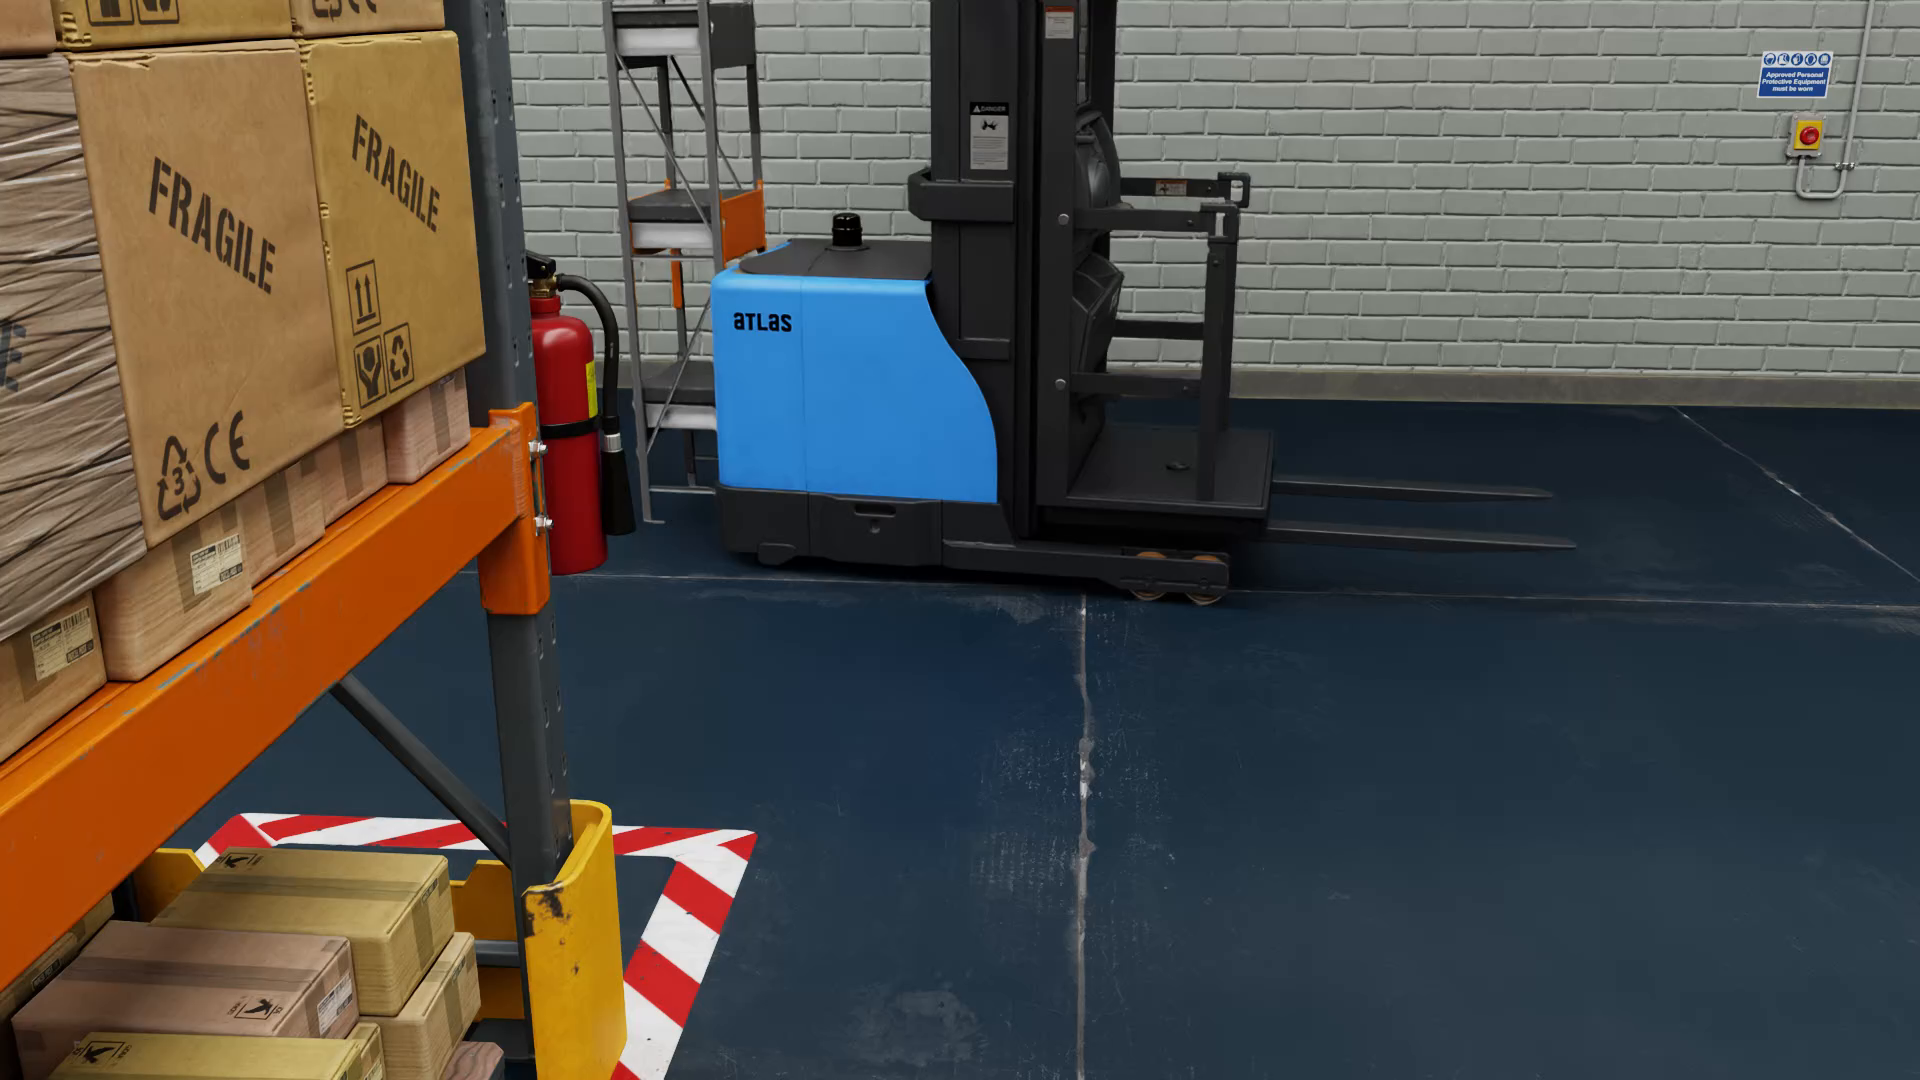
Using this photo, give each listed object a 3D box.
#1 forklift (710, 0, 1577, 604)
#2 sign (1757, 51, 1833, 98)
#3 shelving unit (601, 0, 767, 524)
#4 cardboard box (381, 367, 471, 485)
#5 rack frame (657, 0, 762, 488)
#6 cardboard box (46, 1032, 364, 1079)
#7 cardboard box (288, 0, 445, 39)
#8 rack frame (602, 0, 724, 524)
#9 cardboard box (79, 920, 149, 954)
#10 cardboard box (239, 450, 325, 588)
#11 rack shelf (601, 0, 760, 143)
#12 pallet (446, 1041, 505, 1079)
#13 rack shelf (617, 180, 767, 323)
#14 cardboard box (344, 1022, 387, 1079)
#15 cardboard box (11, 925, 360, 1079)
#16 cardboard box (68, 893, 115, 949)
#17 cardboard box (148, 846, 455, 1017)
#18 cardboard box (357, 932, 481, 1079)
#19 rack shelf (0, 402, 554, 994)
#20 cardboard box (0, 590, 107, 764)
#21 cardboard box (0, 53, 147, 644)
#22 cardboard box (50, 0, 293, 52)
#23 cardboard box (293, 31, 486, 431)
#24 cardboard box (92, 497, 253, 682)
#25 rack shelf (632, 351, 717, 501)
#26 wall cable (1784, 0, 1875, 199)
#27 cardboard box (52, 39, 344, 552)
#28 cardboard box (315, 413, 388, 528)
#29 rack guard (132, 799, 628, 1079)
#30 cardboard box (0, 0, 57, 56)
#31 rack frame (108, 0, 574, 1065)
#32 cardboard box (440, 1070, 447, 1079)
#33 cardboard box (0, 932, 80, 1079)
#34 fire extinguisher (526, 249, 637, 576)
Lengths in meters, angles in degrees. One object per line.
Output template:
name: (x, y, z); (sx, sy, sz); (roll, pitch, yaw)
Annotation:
forklift: (0.675, -1.353, 5.844); (3.031, 2.935, 1.130); (4, 18, 11)
sign: (4.025, -2.243, 8.016); (0.327, 0.218, 0.001); (1, 18, 4)
shelving unit: (-1.029, -1.132, 6.491); (0.431, 2.100, 0.503); (3, 18, 12)
cardboard box: (-0.999, -0.195, 2.603); (0.380, 0.149, 0.250); (1, 18, 4)
rack frame: (-0.977, -1.206, 6.717); (0.400, 2.100, 0.015); (3, 18, 12)
cardboard box: (-1.009, 0.781, 2.171); (0.380, 0.149, 0.250); (1, 18, 3)
cardboard box: (-1.042, -0.938, 2.224); (0.500, 0.500, 0.500); (1, 18, 3)
rack frame: (-1.082, -1.057, 6.264); (0.400, 2.100, 0.015); (3, 18, 12)
cardboard box: (-1.551, 0.749, 2.745); (0.380, 0.149, 0.250); (2, 18, 6)
cardboard box: (-1.057, -0.040, 2.131); (0.380, 0.149, 0.250); (1, 18, 3)
rack shelf: (-1.042, -1.785, 6.279); (0.431, 0.518, 0.480); (3, 18, 12)
pallet: (-1.356, 1.179, 2.487); (1.003, 0.211, 1.213); (1, 18, 4)
rack shelf: (-1.029, -1.119, 6.495); (0.431, 0.518, 0.480); (3, 18, 12)
cardboard box: (-1.083, 0.843, 2.461); (0.380, 0.149, 0.250); (1, 18, 3)
cardboard box: (-1.118, 0.698, 2.425); (0.380, 0.149, 0.250); (2, 18, 5)
cardboard box: (-1.634, 0.606, 2.705); (0.380, 0.149, 0.250); (0, 18, 1)
cardboard box: (-1.042, 0.621, 2.659); (0.380, 0.149, 0.250); (1, 18, 5)
cardboard box: (-1.010, 0.763, 2.705); (0.380, 0.149, 0.250); (1, 18, 2)
rack shelf: (-1.400, 0.541, 1.109); (1.077, 0.370, 4.000); (1, 18, 4)
cardboard box: (-1.100, 0.121, 1.640); (0.380, 0.149, 0.250); (0, 18, 1)
cardboard box: (-1.101, -0.148, 1.418); (0.500, 0.500, 0.500); (1, 18, 4)
cardboard box: (-1.078, -0.781, 1.744); (0.500, 0.500, 0.500); (1, 18, 2)
cardboard box: (-1.033, -0.465, 2.387); (0.500, 0.500, 0.500); (2, 18, 5)
cardboard box: (-1.052, 0.040, 1.888); (0.380, 0.149, 0.250); (2, 18, 5)
rack shelf: (-1.016, -0.453, 6.710); (0.431, 0.518, 0.480); (3, 18, 12)
wall cable: (4.068, -2.592, 7.834); (0.585, 1.953, 0.123); (1, 18, 4)
cardboard box: (-1.075, -0.305, 1.899); (0.500, 0.500, 0.500); (1, 18, 3)
cardboard box: (-1.054, -0.118, 2.370); (0.380, 0.149, 0.250); (1, 18, 4)
rack guard: (-1.263, 0.790, 3.210); (1.175, 0.500, 0.348); (1, 18, 4)
cardboard box: (-1.106, -0.619, 1.250); (0.500, 0.500, 0.500); (2, 18, 7)
rack frame: (-1.257, -0.422, 2.892); (1.000, 3.000, 0.127); (1, 18, 4)
cardboard box: (-1.087, 0.902, 2.758); (0.380, 0.149, 0.250); (2, 18, 5)
cardboard box: (-1.533, 0.694, 2.435); (0.380, 0.149, 0.250); (2, 18, 5)
fire extinguisher: (-0.779, -0.276, 3.170); (0.296, 0.674, 0.183); (1, 18, 4)
